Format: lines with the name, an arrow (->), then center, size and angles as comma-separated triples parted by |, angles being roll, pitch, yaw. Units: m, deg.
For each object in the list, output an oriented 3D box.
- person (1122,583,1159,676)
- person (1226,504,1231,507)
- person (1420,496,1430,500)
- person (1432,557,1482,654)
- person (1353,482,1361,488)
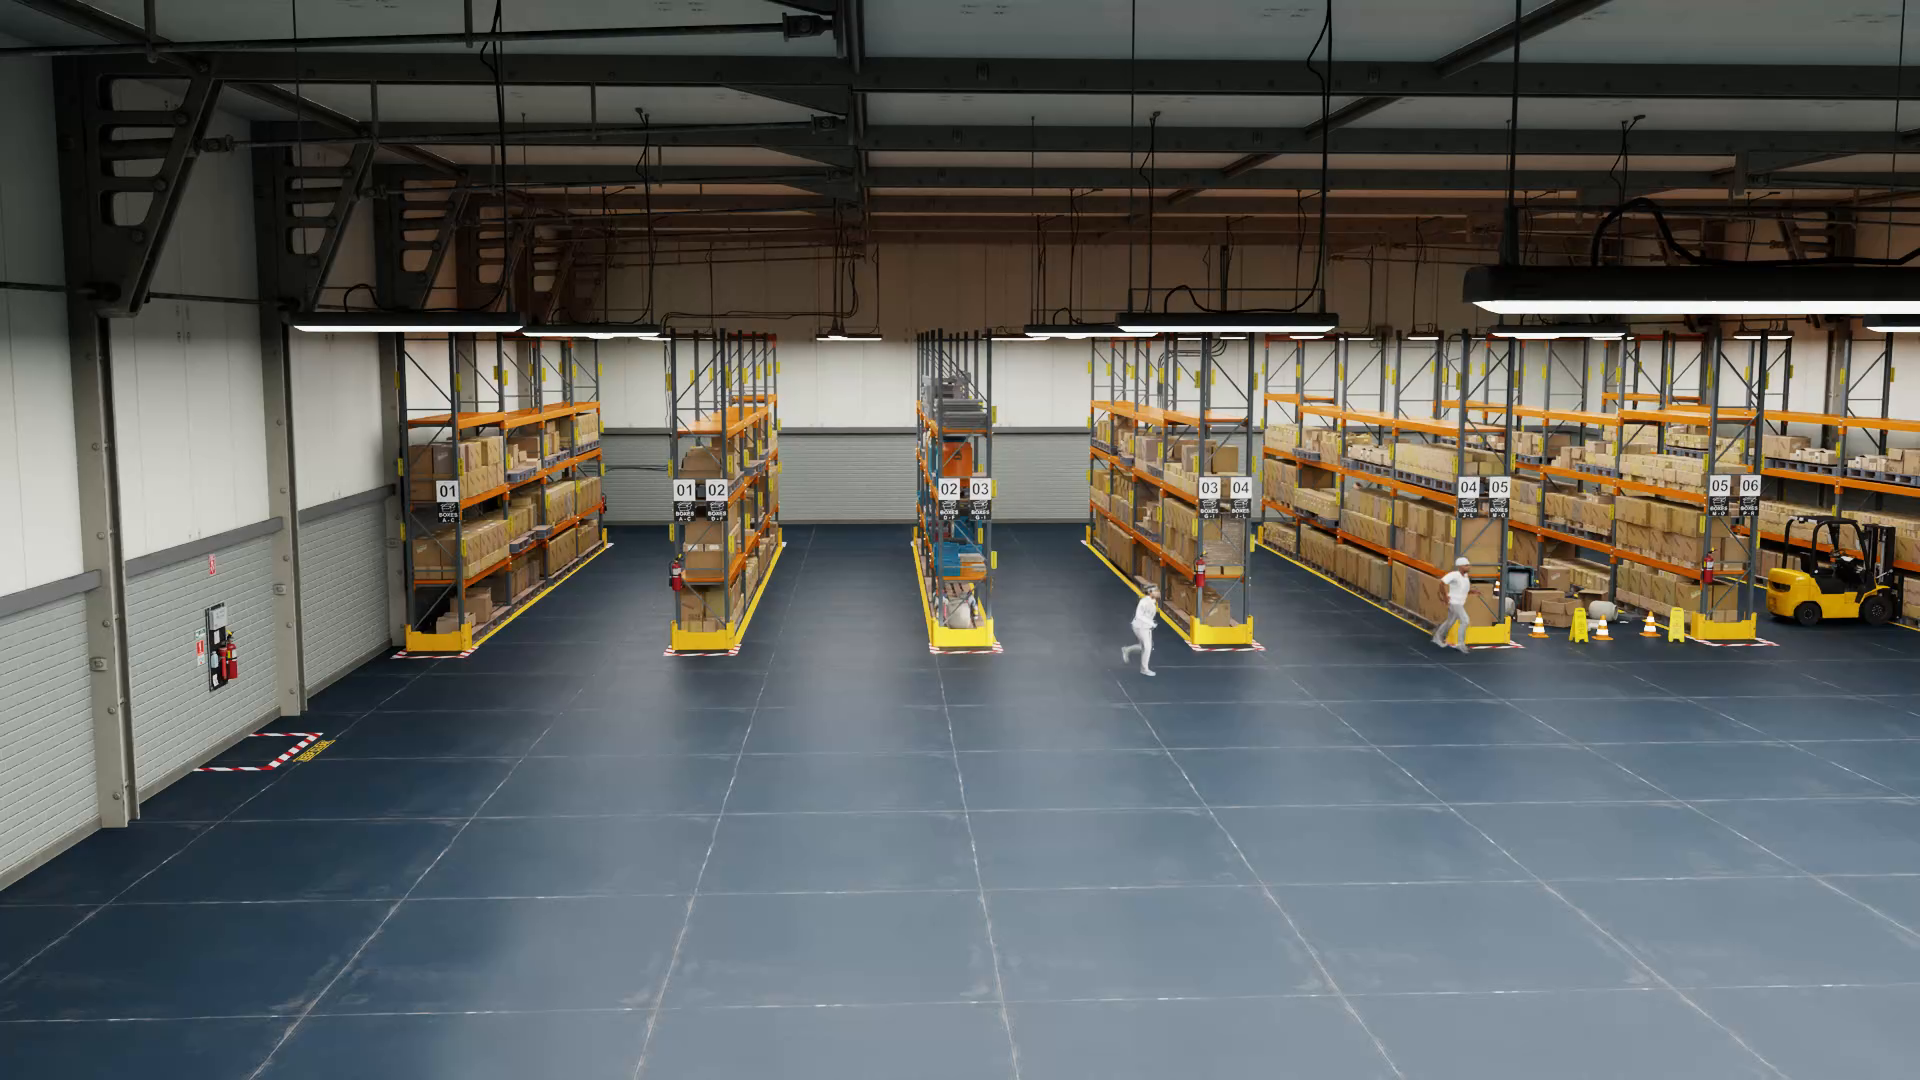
person -> 3.130, 1.535, 28.854 | 0.690, 1.632, 0.587 | 4, 8, 33
person -> 7.831, -0.790, 48.365 | 0.962, 1.670, 0.748 | -5, 8, -36
person -> 13.842, -0.950, 49.416 | 0.956, 1.693, 0.723 | 1, 7, 9
person -> 9.255, 1.220, 31.016 | 0.887, 1.818, 0.623 | 4, 8, 33
person -> 11.751, -0.917, 49.513 | 0.562, 1.622, 0.560 | -2, 7, -16
